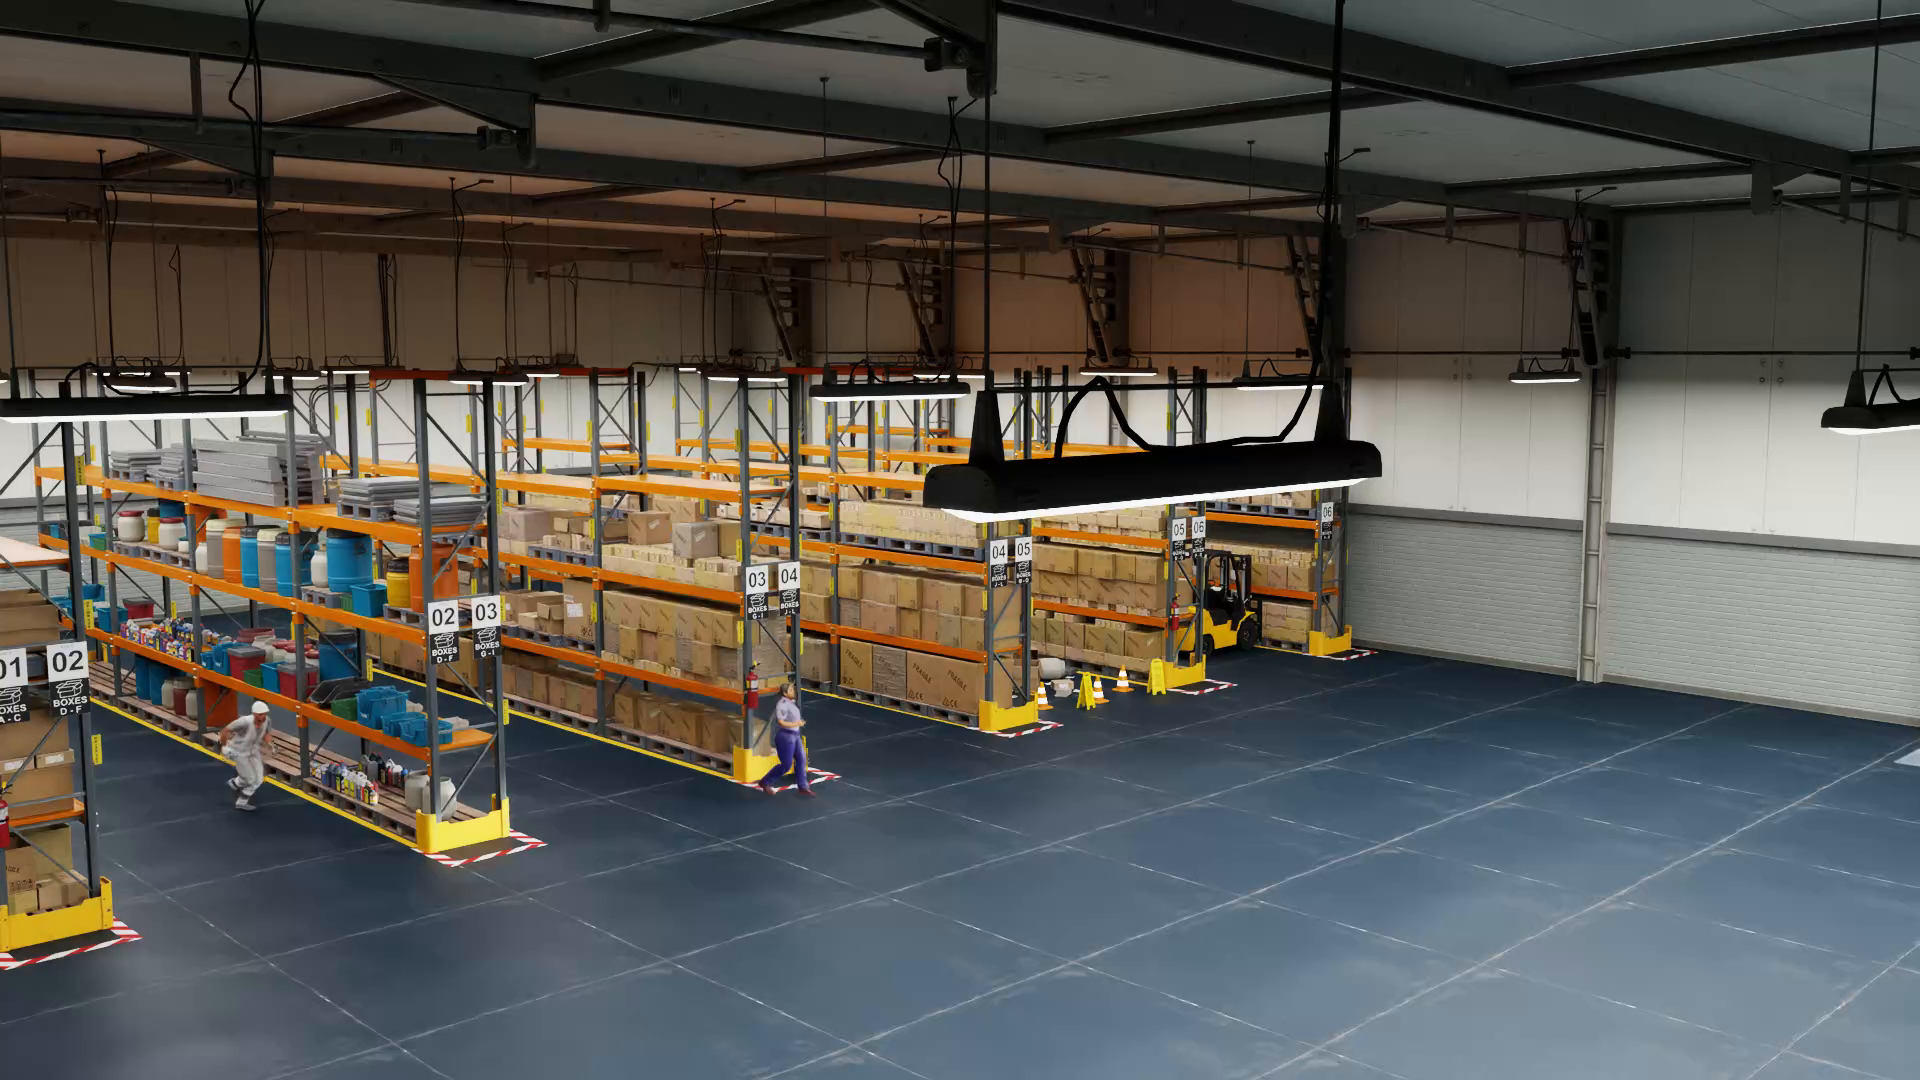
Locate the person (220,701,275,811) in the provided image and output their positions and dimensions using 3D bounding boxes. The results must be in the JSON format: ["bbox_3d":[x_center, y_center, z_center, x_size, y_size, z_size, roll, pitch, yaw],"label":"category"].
[{"bbox_3d":[-9.821,2.976,22.887,0.900,1.582,0.685,4,7,29],"label":"person"}]

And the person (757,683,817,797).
[{"bbox_3d":[-2.466,2.854,23.612,0.817,1.674,0.608,1,6,7],"label":"person"}]
